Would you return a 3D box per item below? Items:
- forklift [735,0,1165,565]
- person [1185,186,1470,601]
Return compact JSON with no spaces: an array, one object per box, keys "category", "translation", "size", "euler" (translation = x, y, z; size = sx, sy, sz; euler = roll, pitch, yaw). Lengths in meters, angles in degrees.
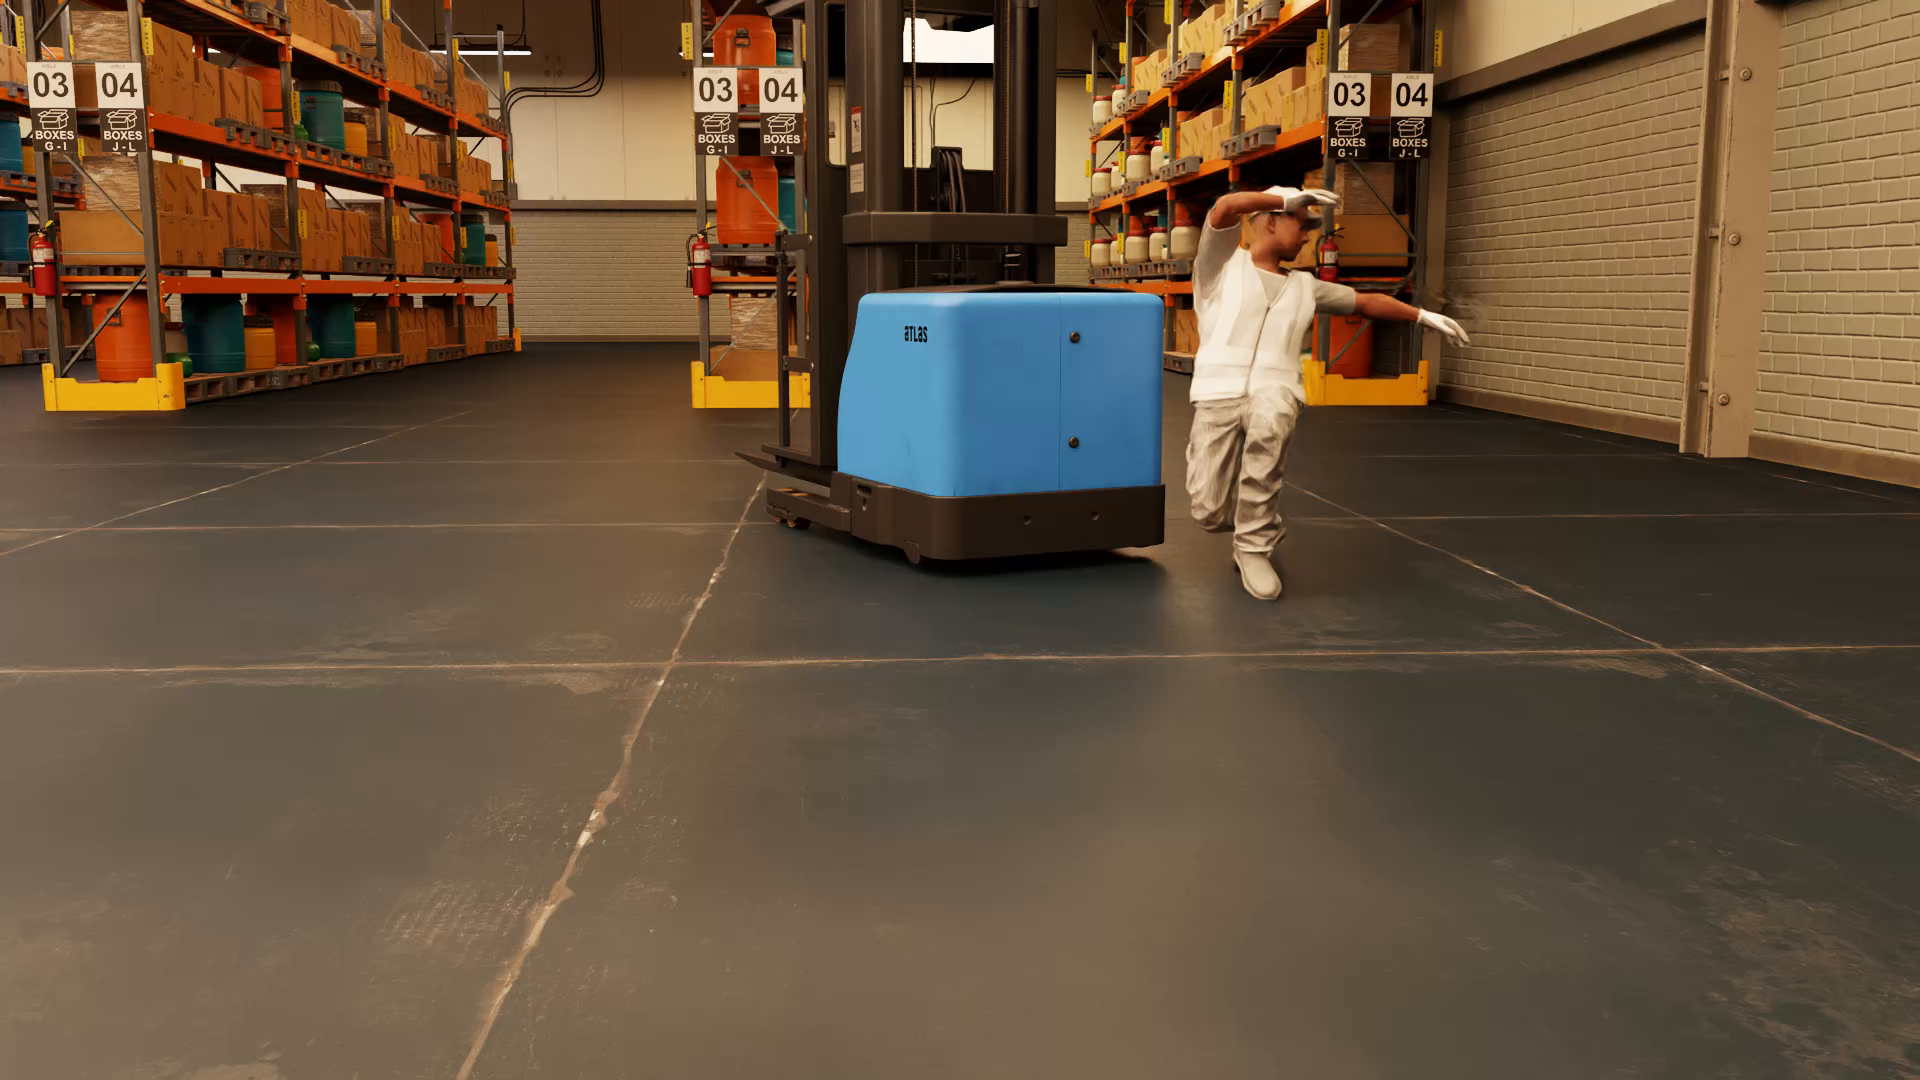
[{"category":"forklift","translation":[-0.264,-1.530,7.637],"size":[1.130,2.935,3.031],"euler":[-4,9,-25]},{"category":"person","translation":[1.377,-0.574,6.169],"size":[1.058,1.482,0.928],"euler":[2,9,10]}]
